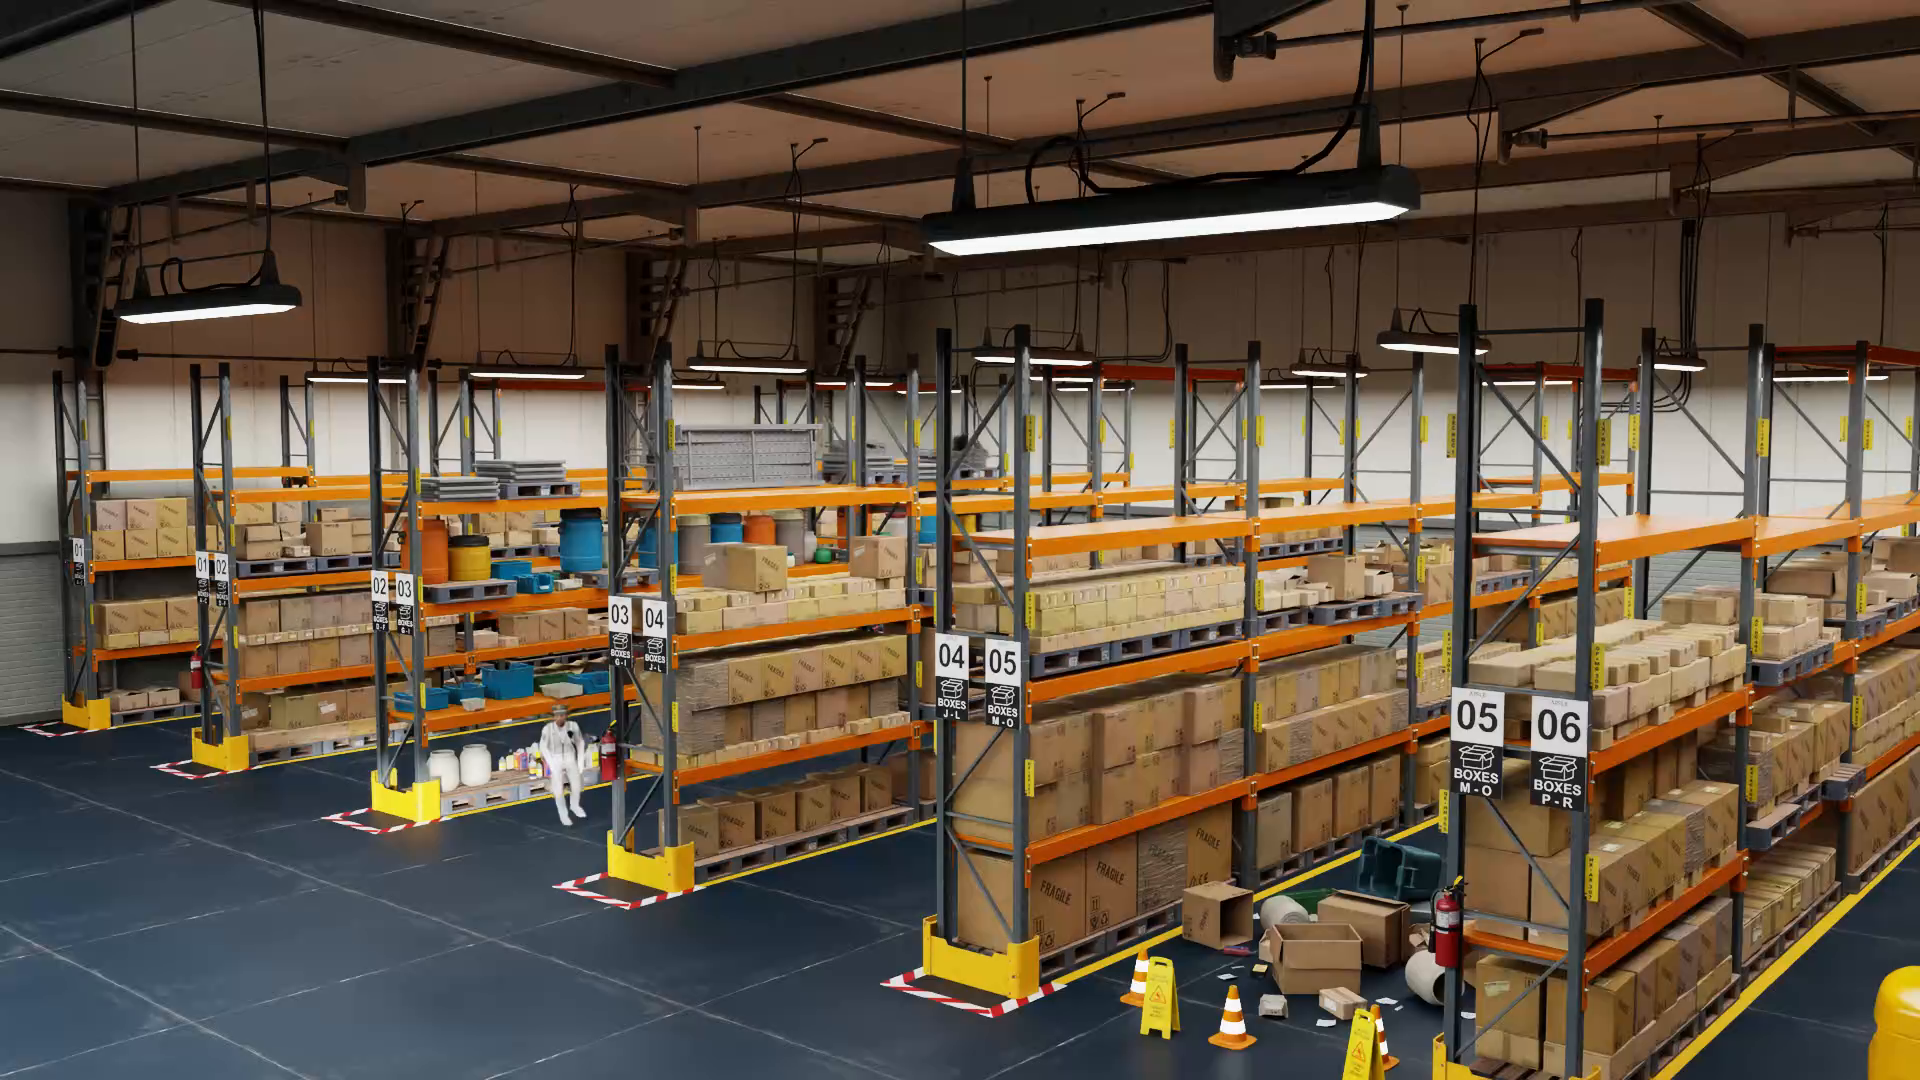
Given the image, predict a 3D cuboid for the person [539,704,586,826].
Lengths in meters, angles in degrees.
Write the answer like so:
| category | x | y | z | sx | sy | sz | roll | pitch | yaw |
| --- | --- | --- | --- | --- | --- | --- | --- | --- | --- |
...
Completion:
| category | x | y | z | sx | sy | sz | roll | pitch | yaw |
| --- | --- | --- | --- | --- | --- | --- | --- | --- | --- |
| person | -5.069 | 2.842 | 21.224 | 0.589 | 1.609 | 0.728 | -1 | 4 | -18 |
